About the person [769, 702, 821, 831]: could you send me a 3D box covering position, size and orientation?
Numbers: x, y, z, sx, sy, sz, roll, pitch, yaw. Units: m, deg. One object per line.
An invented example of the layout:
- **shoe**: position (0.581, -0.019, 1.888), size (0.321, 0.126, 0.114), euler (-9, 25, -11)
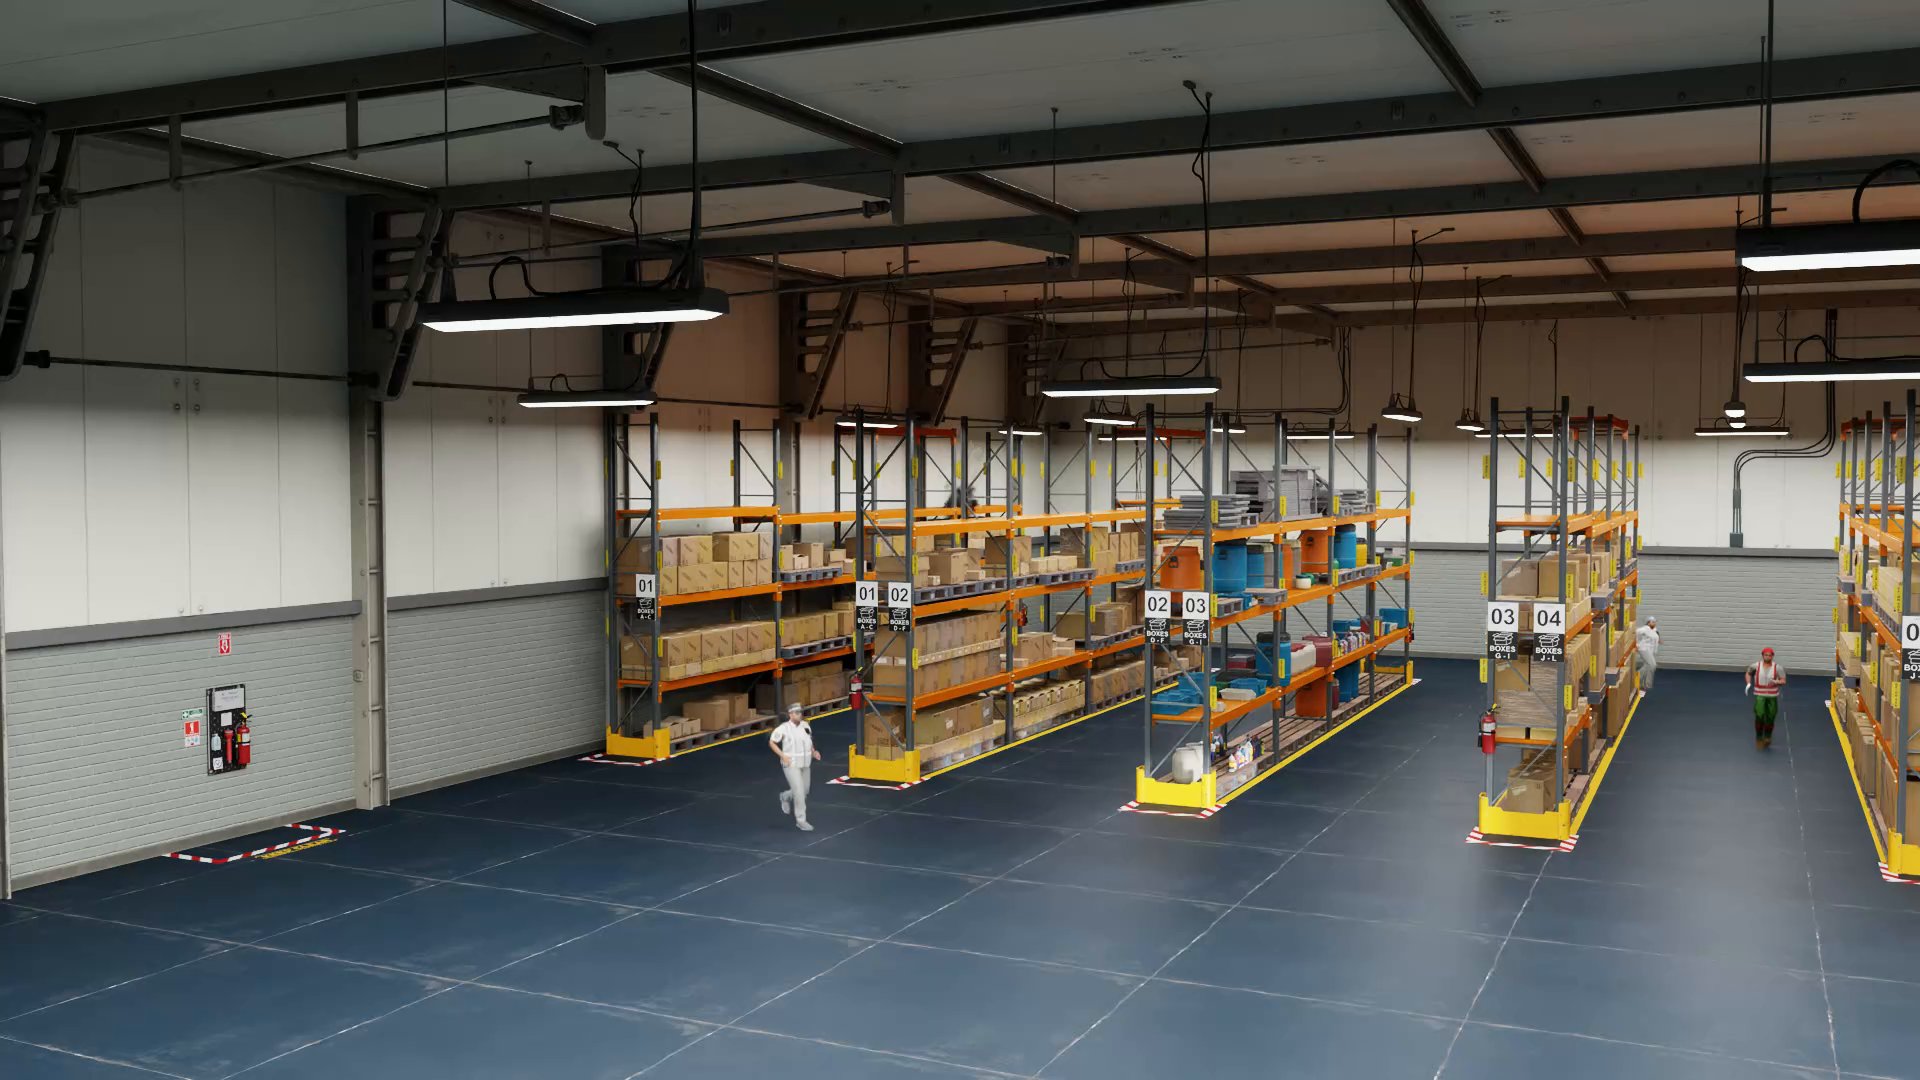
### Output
- **person**: position (-2.334, 3.157, 23.373), size (0.663, 1.770, 0.833), euler (-2, 3, -44)

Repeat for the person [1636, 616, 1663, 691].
- **person**: position (15.721, 2.602, 38.057), size (0.619, 1.726, 0.746), euler (-2, 3, -34)

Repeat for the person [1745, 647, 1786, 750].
- **person**: position (14.501, 2.849, 29.935), size (0.650, 1.844, 0.774), euler (1, 3, 20)
